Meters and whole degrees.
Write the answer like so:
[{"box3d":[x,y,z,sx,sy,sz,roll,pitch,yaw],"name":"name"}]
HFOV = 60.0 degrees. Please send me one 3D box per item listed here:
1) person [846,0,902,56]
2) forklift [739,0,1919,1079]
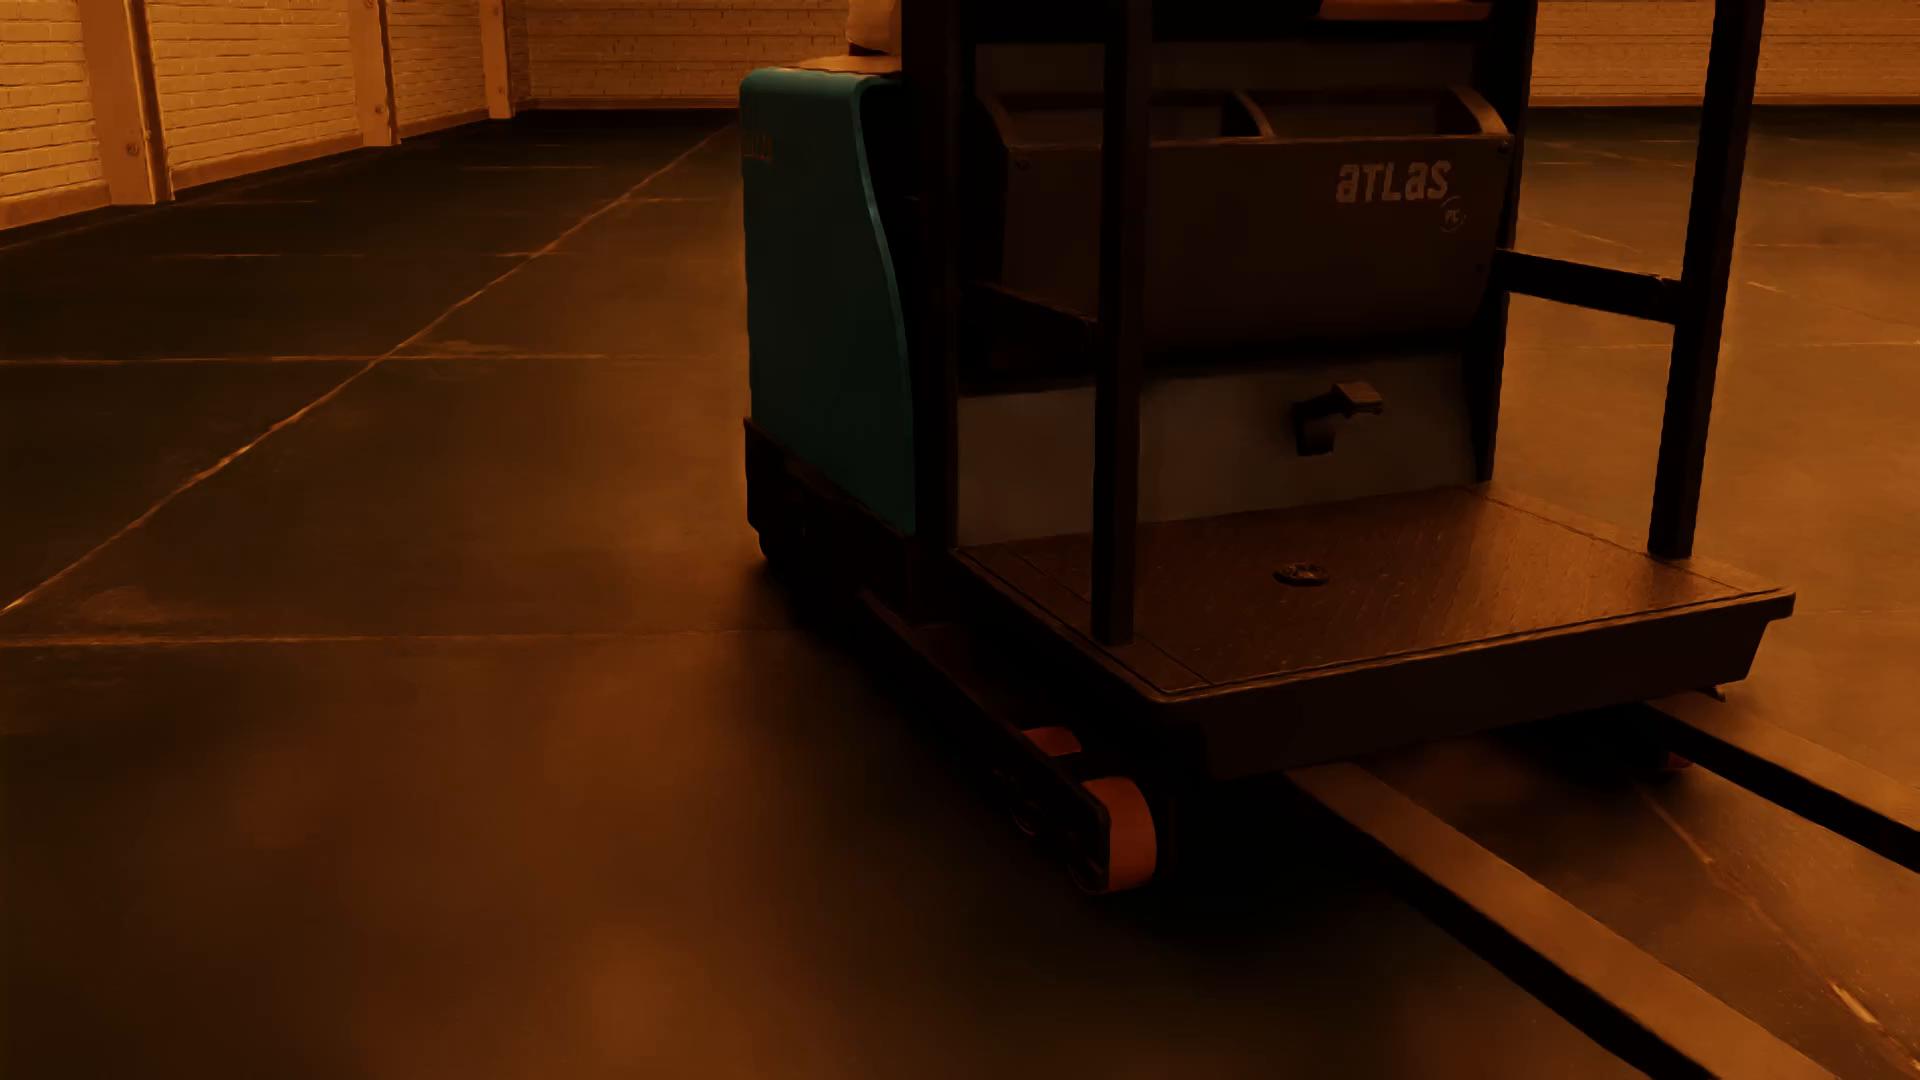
[{"box3d":[0.016,-0.840,3.741,0.570,1.695,0.558,-1,17,-3],"name":"person"},{"box3d":[0.555,-1.049,2.338,1.130,2.935,3.031,-7,18,-22],"name":"forklift"}]
